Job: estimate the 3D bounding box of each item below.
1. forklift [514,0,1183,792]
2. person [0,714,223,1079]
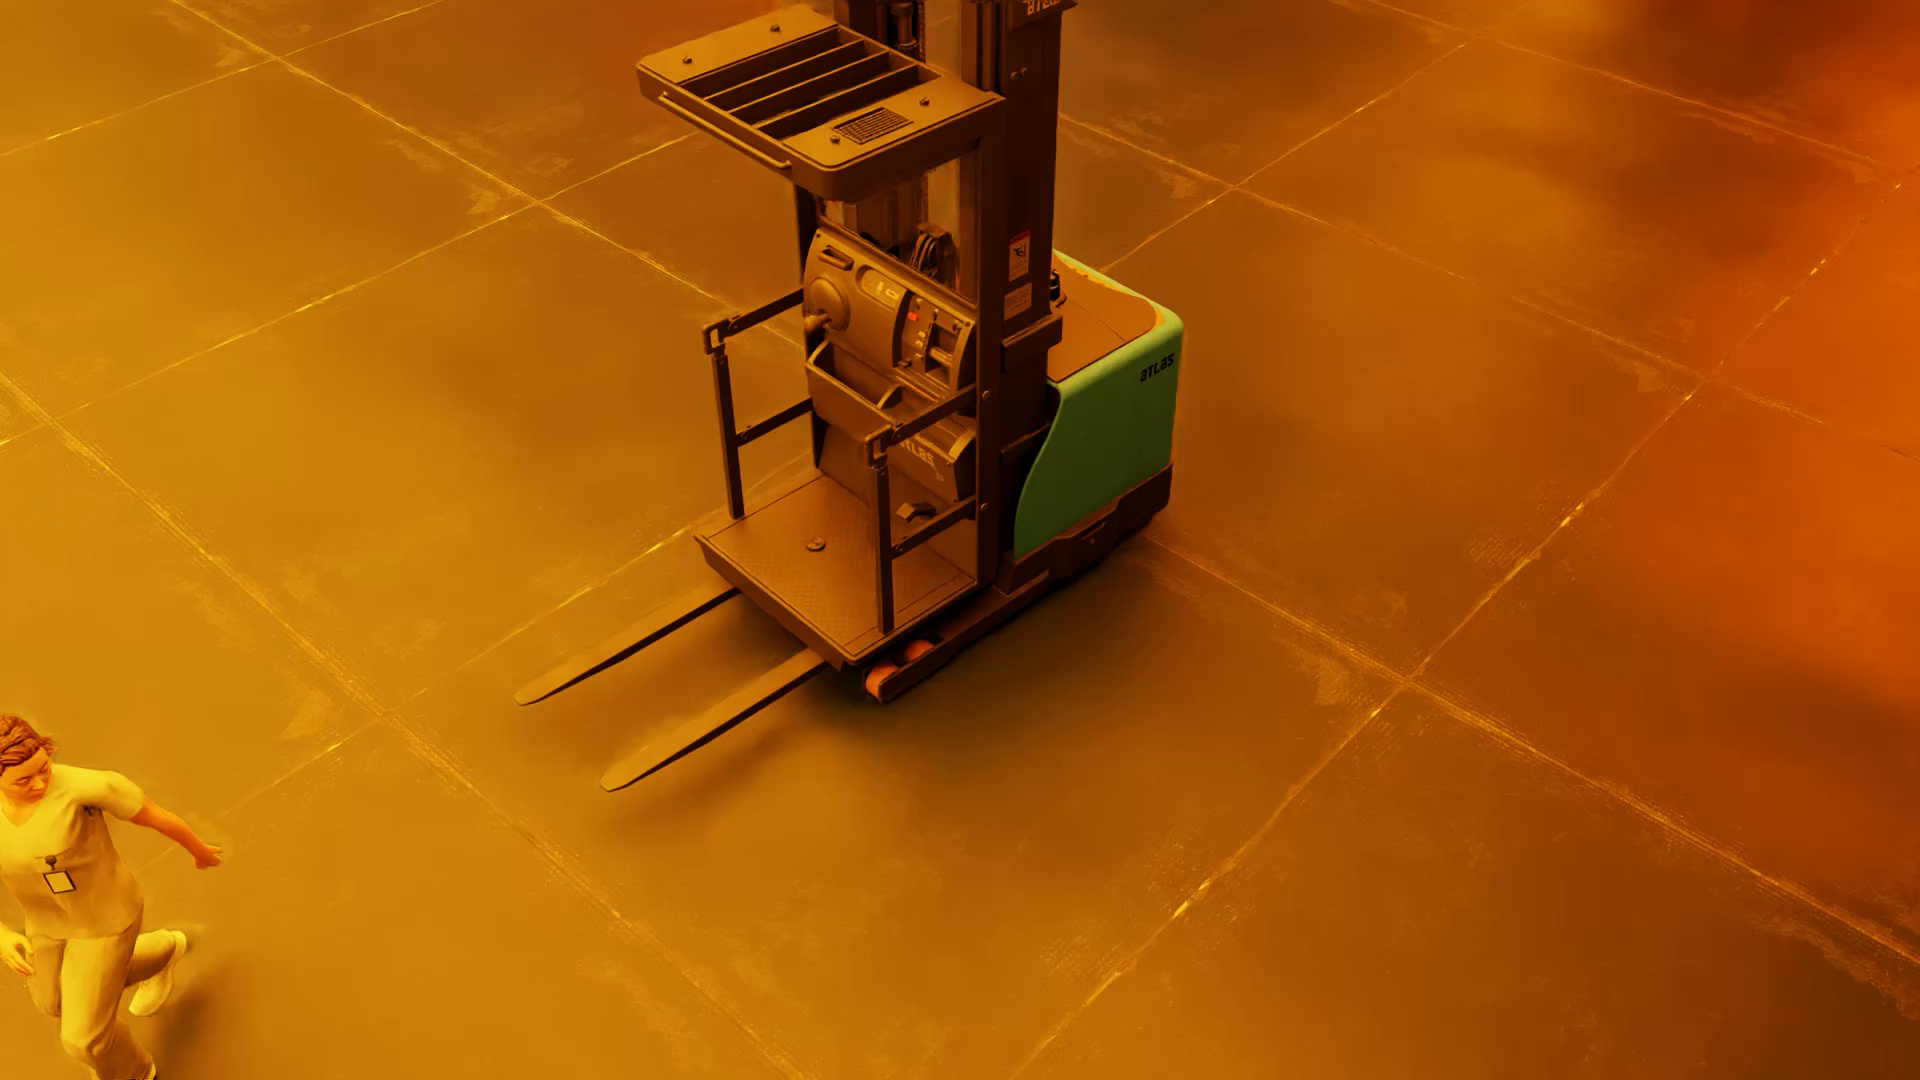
[{"bbox_3d":[-0.442,-0.829,6.395,3.031,2.935,1.130,-31,50,-31],"label":"forklift"},{"bbox_3d":[-2.694,1.146,5.126,0.522,1.604,0.711,10,42,11],"label":"person"}]
